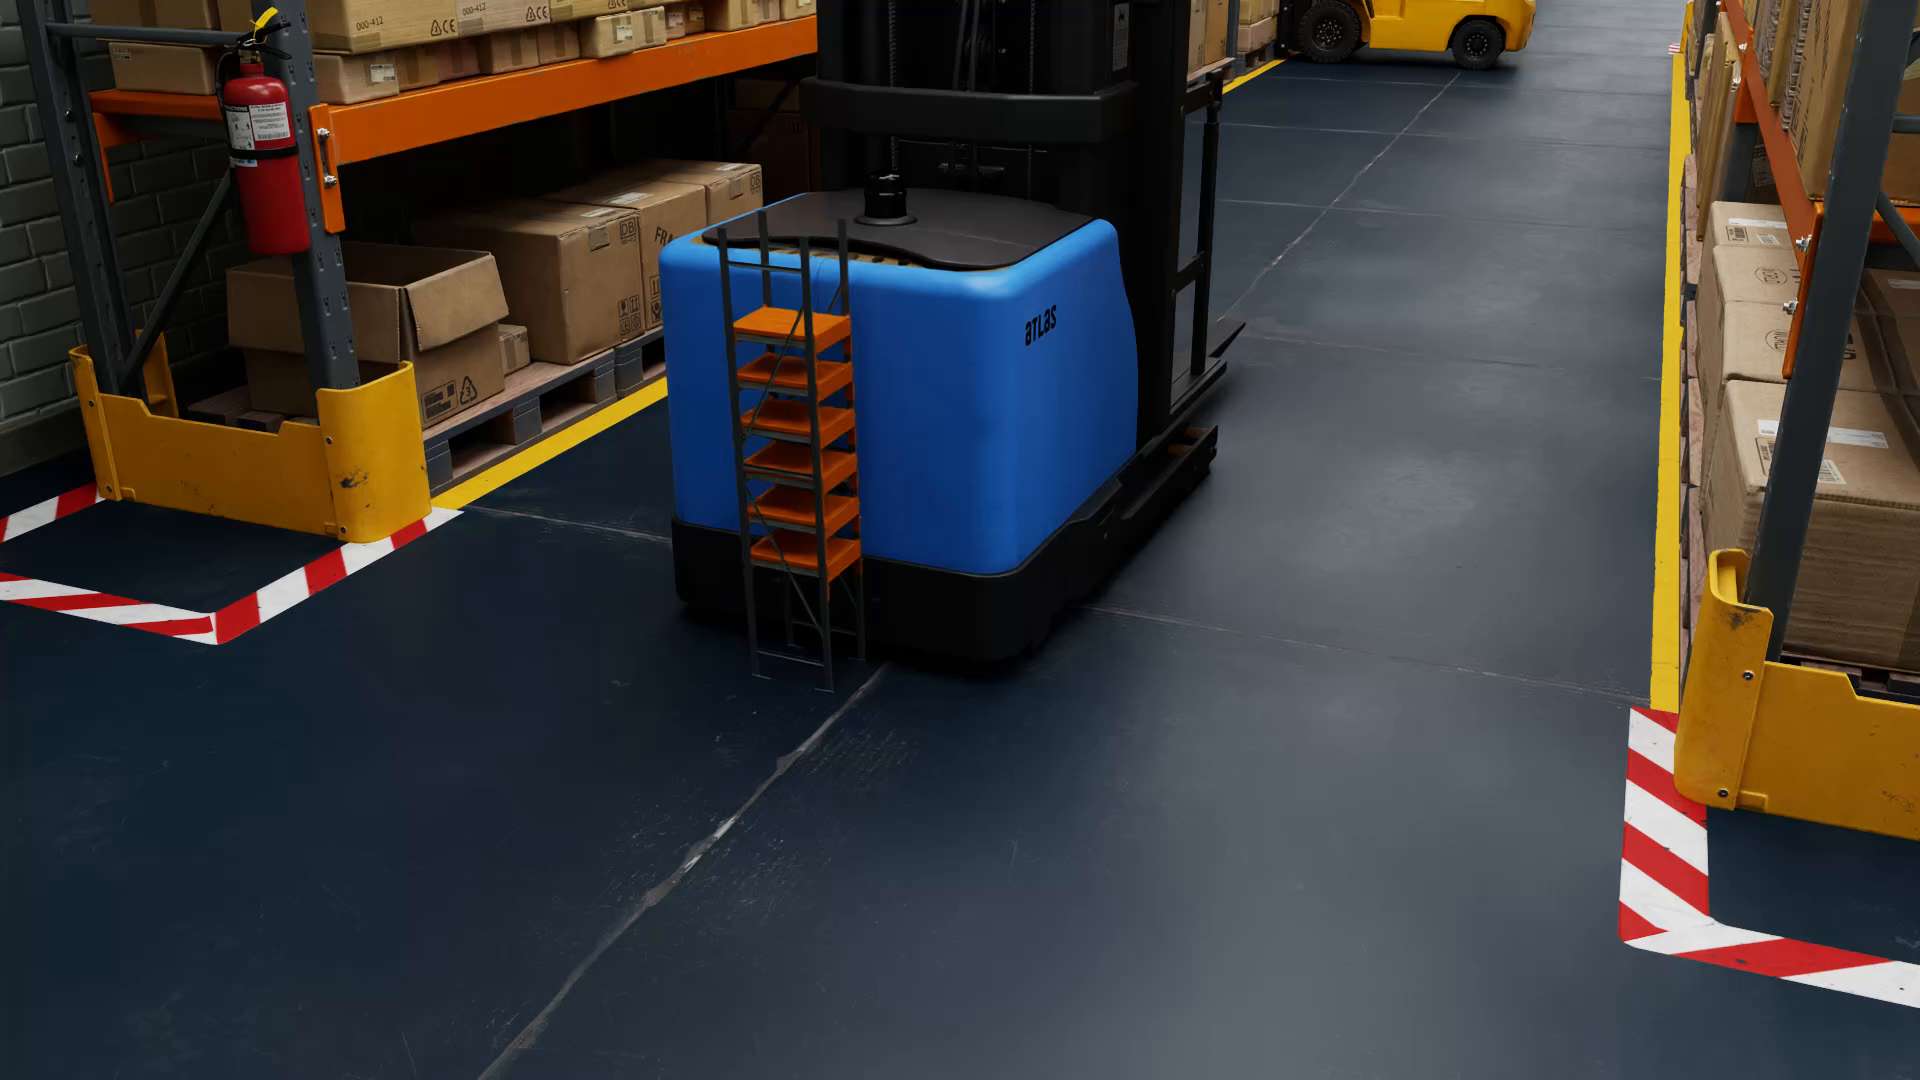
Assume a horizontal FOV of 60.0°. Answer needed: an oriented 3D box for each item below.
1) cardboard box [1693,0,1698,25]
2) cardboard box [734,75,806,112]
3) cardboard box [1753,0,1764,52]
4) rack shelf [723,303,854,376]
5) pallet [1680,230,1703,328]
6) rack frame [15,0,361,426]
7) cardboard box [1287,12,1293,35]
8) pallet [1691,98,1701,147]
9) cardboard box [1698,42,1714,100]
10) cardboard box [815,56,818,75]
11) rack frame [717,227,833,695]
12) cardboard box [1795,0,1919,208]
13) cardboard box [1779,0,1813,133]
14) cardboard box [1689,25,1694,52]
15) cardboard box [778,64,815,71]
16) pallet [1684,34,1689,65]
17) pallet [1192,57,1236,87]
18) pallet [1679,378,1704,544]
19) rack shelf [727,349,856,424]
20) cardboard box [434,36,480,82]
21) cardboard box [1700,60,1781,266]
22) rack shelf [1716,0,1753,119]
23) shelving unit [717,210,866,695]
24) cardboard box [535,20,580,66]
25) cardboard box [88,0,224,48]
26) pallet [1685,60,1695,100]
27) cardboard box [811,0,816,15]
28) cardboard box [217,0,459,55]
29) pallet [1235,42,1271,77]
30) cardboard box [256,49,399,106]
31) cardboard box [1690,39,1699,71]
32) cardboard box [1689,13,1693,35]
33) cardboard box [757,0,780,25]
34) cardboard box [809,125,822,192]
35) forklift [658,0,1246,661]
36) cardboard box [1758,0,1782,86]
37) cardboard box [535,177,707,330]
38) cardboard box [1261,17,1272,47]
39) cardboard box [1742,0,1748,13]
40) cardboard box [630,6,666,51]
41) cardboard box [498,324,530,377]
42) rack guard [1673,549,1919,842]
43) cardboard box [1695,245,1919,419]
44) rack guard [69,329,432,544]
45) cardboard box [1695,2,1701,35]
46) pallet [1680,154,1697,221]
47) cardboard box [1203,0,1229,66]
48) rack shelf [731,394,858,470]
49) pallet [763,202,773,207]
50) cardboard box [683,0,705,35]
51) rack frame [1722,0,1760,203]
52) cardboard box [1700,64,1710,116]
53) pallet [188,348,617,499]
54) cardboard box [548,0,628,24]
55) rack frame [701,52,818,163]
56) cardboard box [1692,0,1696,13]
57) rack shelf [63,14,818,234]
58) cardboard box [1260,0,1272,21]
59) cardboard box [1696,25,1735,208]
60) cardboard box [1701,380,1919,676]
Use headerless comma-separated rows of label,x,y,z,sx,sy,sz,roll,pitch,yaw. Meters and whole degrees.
cardboard box,7.252,-5.147,15.729,0.500,0.500,0.500,9,24,21
cardboard box,-0.998,-2.427,9.025,0.380,0.149,0.250,8,24,18
cardboard box,3.326,-2.121,6.306,0.500,0.500,0.500,10,25,22
rack shelf,-0.414,-0.488,4.034,0.258,0.103,0.180,10,27,23
pallet,3.960,-1.205,7.861,1.003,0.211,1.213,9,24,20
rack frame,-2.353,-1.483,4.908,1.000,3.000,0.127,9,24,20
cardboard box,3.150,-5.377,17.253,0.500,0.250,0.500,10,25,22
pallet,5.975,-3.064,12.312,1.003,0.211,1.213,9,24,20
cardboard box,6.258,-3.603,12.849,0.950,0.372,0.625,10,25,23
cardboard box,-0.543,-2.490,8.791,0.380,0.149,0.250,8,24,19
rack frame,-0.447,-0.166,4.091,0.240,1.200,0.006,10,27,23
cardboard box,2.191,-1.030,3.695,0.500,0.500,0.500,9,24,20
cardboard box,2.573,-1.393,4.564,0.500,0.500,0.500,10,24,22
cardboard box,7.257,-4.797,15.864,0.500,0.250,0.500,11,25,24
cardboard box,-0.823,-2.610,9.464,0.380,0.149,0.250,9,24,21
pallet,7.838,-4.900,16.706,1.003,0.211,1.213,9,24,20
pallet,1.867,-4.221,15.082,1.003,0.211,1.213,9,24,20
pallet,2.936,-0.219,5.501,1.003,0.211,1.213,9,24,20
rack shelf,-0.412,-0.379,4.084,0.258,0.103,0.180,10,27,23
cardboard box,-1.859,-1.642,5.615,0.380,0.149,0.250,8,24,19
cardboard box,3.899,-1.652,7.524,0.875,0.875,0.875,10,25,22
rack shelf,4.486,-2.589,8.489,1.077,0.370,4.000,9,24,20
shelving unit,-0.409,-0.201,4.166,0.258,1.200,0.189,10,27,23
cardboard box,-1.615,-1.819,6.040,0.380,0.149,0.250,9,24,21
cardboard box,-2.428,-1.754,5.365,0.500,0.250,0.500,10,24,22
pallet,6.931,-4.027,14.616,1.003,0.211,1.213,9,24,20
cardboard box,-0.827,-2.552,7.793,0.380,0.149,0.250,9,24,21
cardboard box,-1.934,-1.675,5.176,0.500,0.250,0.500,9,24,20
pallet,2.439,-4.769,16.393,1.003,0.211,1.213,9,24,20
cardboard box,-1.976,-1.445,5.144,0.380,0.149,0.250,9,24,20
cardboard box,6.685,-4.243,14.538,0.500,0.250,0.500,10,25,22
cardboard box,7.644,-5.175,16.770,0.500,0.250,0.500,9,24,20
cardboard box,-1.024,-2.365,7.347,0.380,0.149,0.250,9,24,21
cardboard box,-0.478,-2.096,9.073,0.500,0.500,0.500,10,25,22
forklift,0.253,-1.574,5.215,1.130,2.935,3.031,10,25,22
cardboard box,2.944,-1.764,5.452,0.500,0.500,0.500,9,24,20
cardboard box,-1.395,-1.204,6.938,0.500,0.500,0.500,9,24,21
cardboard box,2.766,-5.012,16.379,0.500,0.250,0.500,8,24,19
cardboard box,3.866,-2.514,7.573,0.500,0.250,0.500,8,24,19
cardboard box,-1.372,-1.996,6.464,0.380,0.149,0.250,9,24,21
cardboard box,-1.843,-0.713,6.219,0.380,0.149,0.250,8,24,18
rack guard,2.248,0.388,3.671,1.175,0.500,0.348,9,24,20
cardboard box,3.078,-0.687,5.782,0.875,0.438,0.875,8,24,18
rack guard,-2.324,-0.357,5.455,1.175,0.500,0.348,9,24,20
cardboard box,6.873,-4.771,14.831,0.500,0.500,0.500,9,24,21
pallet,4.866,-2.078,9.952,1.003,0.211,1.213,9,24,20
cardboard box,1.921,-4.687,15.115,0.875,0.625,0.625,10,25,22
rack shelf,-0.410,-0.270,4.134,0.258,0.103,0.180,10,27,23
pallet,-0.600,-1.924,9.582,1.003,0.211,1.213,9,24,20
cardboard box,-1.292,-2.194,6.936,0.380,0.149,0.250,9,24,21
rack frame,3.743,-2.205,6.637,1.000,3.000,0.127,9,24,20
cardboard box,5.715,-3.084,11.605,0.950,0.372,0.625,8,24,19
pallet,-2.029,-0.509,6.194,1.003,0.211,1.213,9,24,20
cardboard box,-1.562,-2.037,6.044,0.500,0.250,0.500,8,24,19
rack frame,-0.867,-2.914,8.335,1.000,3.000,0.127,9,24,20
cardboard box,7.636,-5.513,16.605,0.500,0.500,0.500,8,24,18
rack shelf,-1.610,-1.867,6.760,1.077,0.370,4.000,9,24,20
cardboard box,2.756,-5.242,16.282,0.500,0.250,0.500,9,24,20
cardboard box,4.560,-2.296,9.067,0.875,0.875,0.875,9,24,21
cardboard box,2.410,-0.036,4.223,0.875,0.438,0.875,8,24,18
